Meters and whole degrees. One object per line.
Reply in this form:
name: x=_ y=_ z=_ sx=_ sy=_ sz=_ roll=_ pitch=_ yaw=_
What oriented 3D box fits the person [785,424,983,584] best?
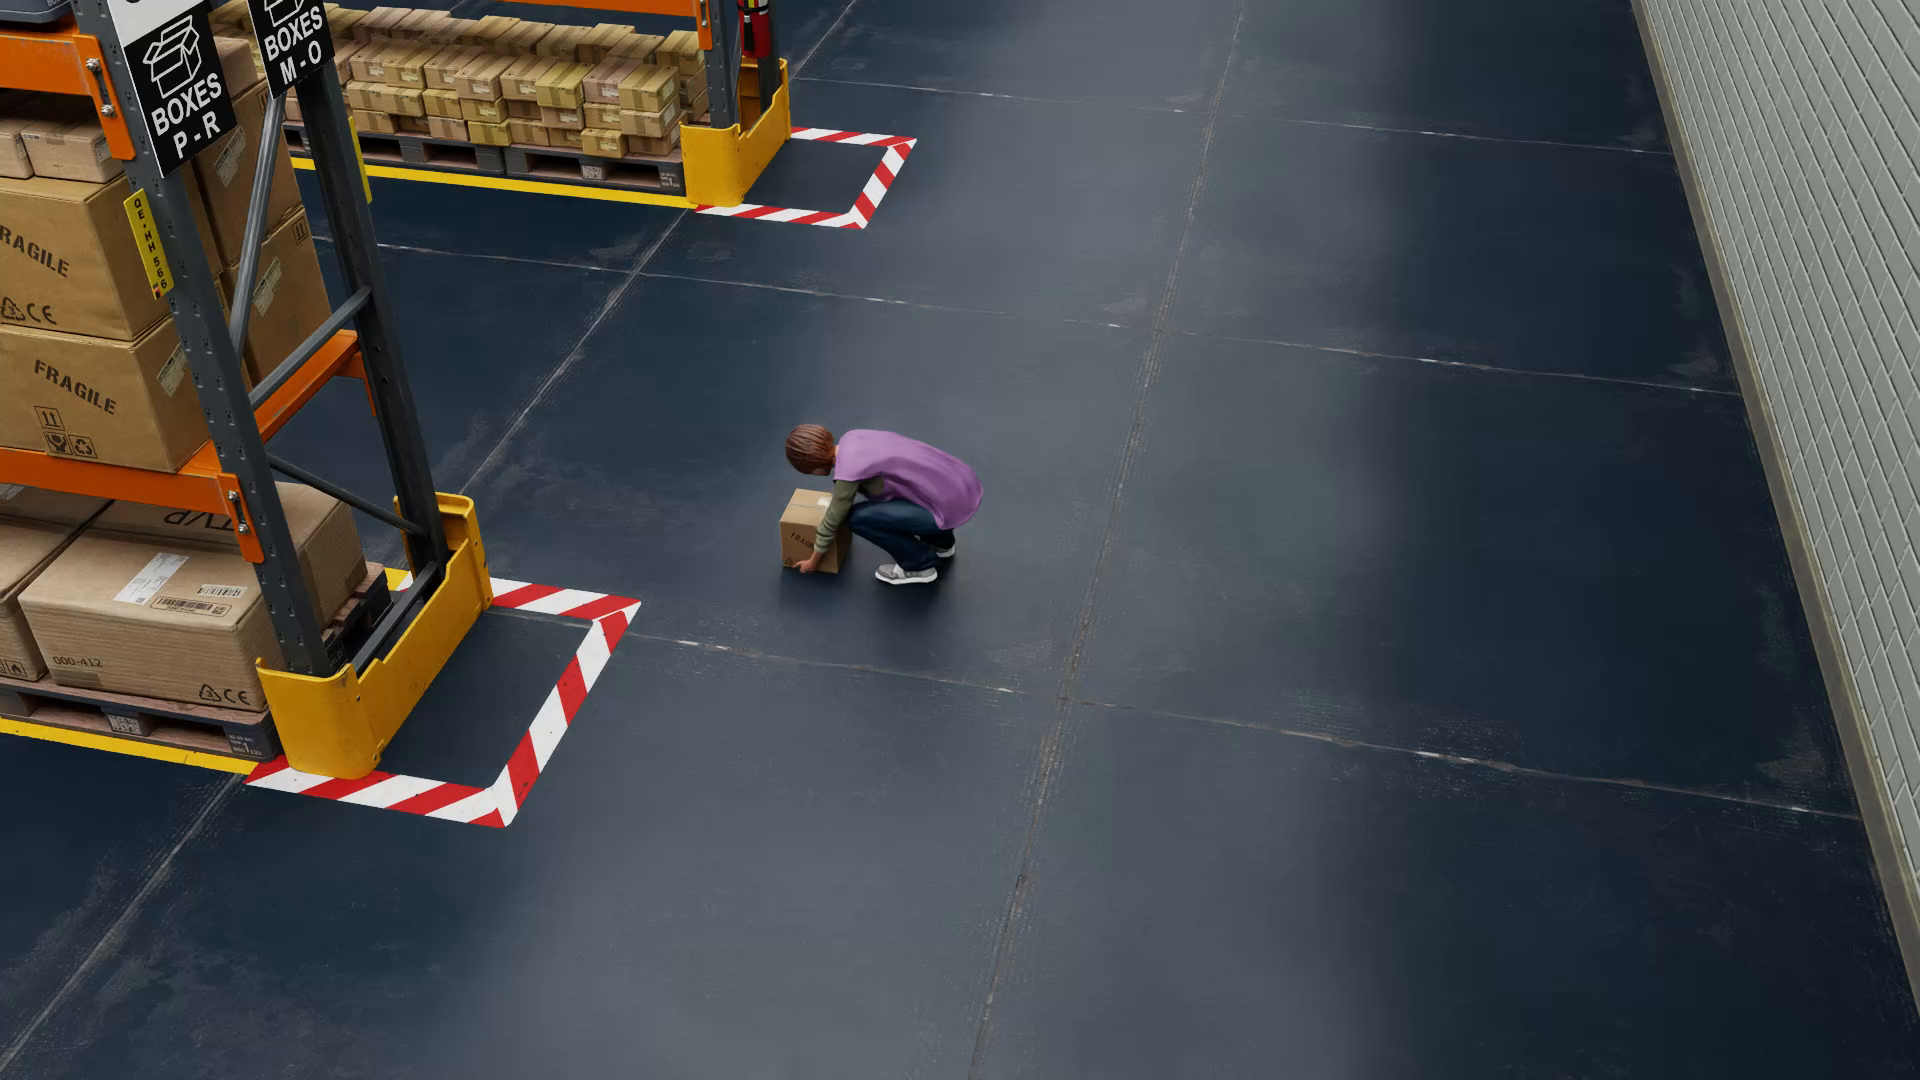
person: x=-0.320 y=-0.151 z=7.161 sx=0.832 sy=0.773 sz=0.430 roll=7 pitch=38 yaw=9
